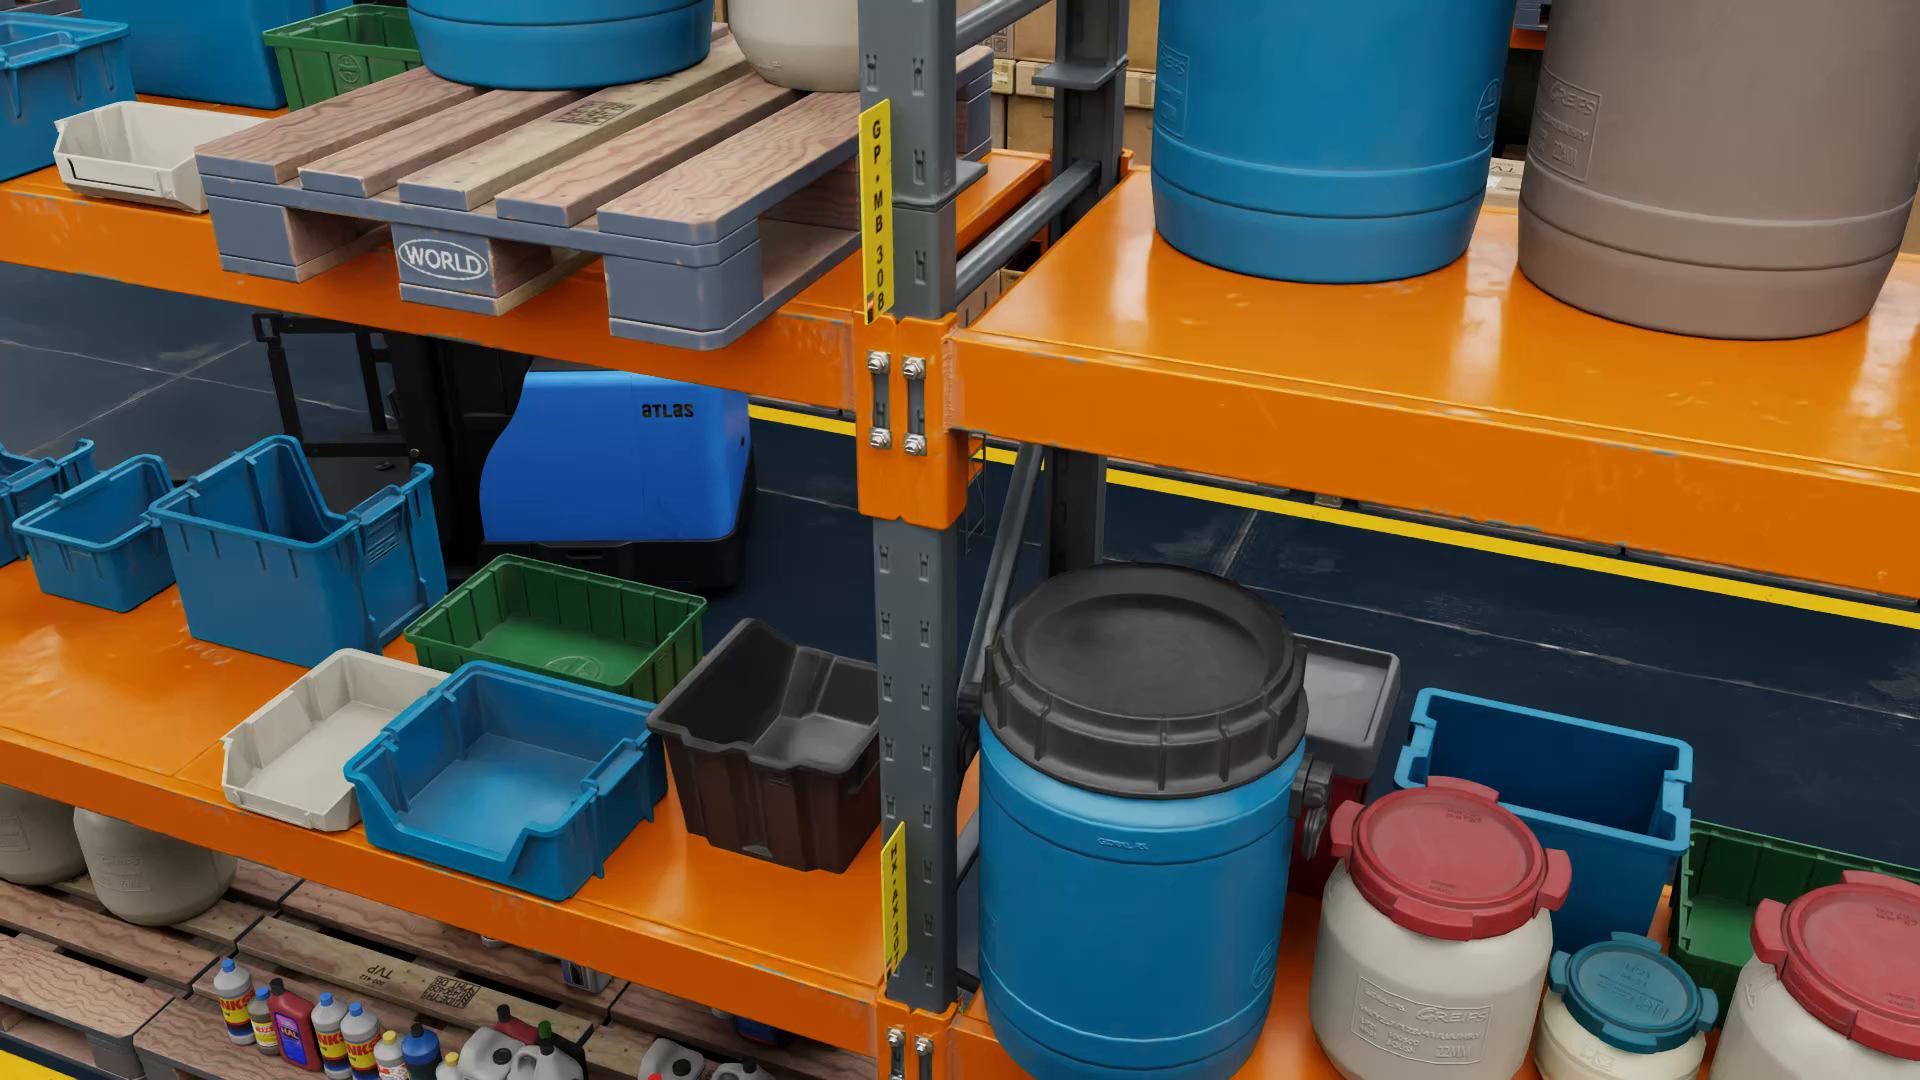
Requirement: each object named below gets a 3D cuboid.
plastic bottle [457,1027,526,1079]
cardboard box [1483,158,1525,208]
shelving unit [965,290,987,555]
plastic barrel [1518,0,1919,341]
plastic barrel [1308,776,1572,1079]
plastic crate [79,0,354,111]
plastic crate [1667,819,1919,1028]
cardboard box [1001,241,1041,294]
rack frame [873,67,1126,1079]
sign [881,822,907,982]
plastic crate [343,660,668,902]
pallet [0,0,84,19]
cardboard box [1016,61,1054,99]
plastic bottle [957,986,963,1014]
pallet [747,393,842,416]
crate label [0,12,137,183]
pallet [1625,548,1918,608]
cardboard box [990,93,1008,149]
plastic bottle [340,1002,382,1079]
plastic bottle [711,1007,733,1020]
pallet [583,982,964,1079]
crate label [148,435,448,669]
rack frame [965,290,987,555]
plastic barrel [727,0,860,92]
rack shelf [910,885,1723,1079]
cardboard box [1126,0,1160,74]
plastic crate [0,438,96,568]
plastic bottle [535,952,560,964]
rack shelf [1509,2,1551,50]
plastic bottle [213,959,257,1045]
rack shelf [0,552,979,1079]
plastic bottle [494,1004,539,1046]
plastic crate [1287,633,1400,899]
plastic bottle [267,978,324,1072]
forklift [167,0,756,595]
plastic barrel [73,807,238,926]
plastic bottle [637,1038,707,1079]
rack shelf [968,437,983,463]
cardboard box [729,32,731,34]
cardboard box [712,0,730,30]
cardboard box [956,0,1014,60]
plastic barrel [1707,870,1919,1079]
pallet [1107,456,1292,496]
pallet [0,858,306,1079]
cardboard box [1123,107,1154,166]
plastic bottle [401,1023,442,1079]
[{"bbox_3d":[-1.240,1.447,4.462,0.135,0.276,0.152,12,32,20],"label":"plastic bottle"},{"bbox_3d":[2.430,-1.554,7.603,0.500,0.250,0.500,13,32,22],"label":"cardboard box"},{"bbox_3d":[-0.013,-0.525,7.459,0.189,1.200,0.258,11,31,19],"label":"shelving unit"},{"bbox_3d":[1.250,-0.840,2.630,0.600,0.901,0.600,0,29,0],"label":"plastic barrel"},{"bbox_3d":[0.896,0.786,3.174,0.433,0.535,0.433,0,29,0],"label":"plastic barrel"},{"bbox_3d":[-1.735,-1.256,3.891,0.575,0.384,0.392,11,31,19],"label":"plastic crate"},{"bbox_3d":[1.811,0.853,3.407,0.662,0.188,0.450,11,31,19],"label":"plastic crate"},{"bbox_3d":[0.522,-1.177,8.390,0.500,0.500,0.500,11,31,19],"label":"cardboard box"},{"bbox_3d":[0.092,0.568,3.697,0.127,3.000,1.000,11,31,19],"label":"rack frame"},{"bbox_3d":[-0.126,0.696,3.189,0.005,0.325,0.100,11,31,19],"label":"sign"},{"bbox_3d":[-1.036,0.552,3.877,0.616,0.251,0.499,11,31,19],"label":"plastic crate"},{"bbox_3d":[-2.885,-1.198,3.965,1.213,0.211,1.003,11,31,19],"label":"pallet"},{"bbox_3d":[0.449,-2.204,7.841,0.250,0.149,0.380,12,32,21],"label":"cardboard box"},{"bbox_3d":[-0.039,1.305,4.718,0.097,0.271,0.097,0,29,0],"label":"plastic bottle"},{"bbox_3d":[-1.025,-1.094,9.471,1.213,0.211,1.003,11,31,19],"label":"pallet"},{"bbox_3d":[-2.005,-0.916,3.426,0.408,0.251,0.502,11,31,19],"label":"crate label"},{"bbox_3d":[3.789,-0.133,7.770,1.213,0.211,1.003,11,31,19],"label":"pallet"},{"bbox_3d":[0.114,-2.096,8.309,0.500,0.500,0.700,12,32,21],"label":"cardboard box"},{"bbox_3d":[-1.642,1.383,4.580,0.097,0.271,0.097,0,29,0],"label":"plastic bottle"},{"bbox_3d":[-0.680,1.254,4.809,0.097,0.271,0.097,0,29,0],"label":"plastic bottle"},{"bbox_3d":[-0.515,1.638,4.637,1.213,0.211,1.003,11,31,19],"label":"pallet"},{"bbox_3d":[-1.808,0.029,4.613,0.616,0.435,0.502,11,31,19],"label":"crate label"},{"bbox_3d":[0.071,-0.508,7.430,0.006,1.200,0.240,11,31,19],"label":"rack frame"},{"bbox_3d":[-0.234,-1.139,3.128,0.421,0.512,0.421,0,29,0],"label":"plastic barrel"},{"bbox_3d":[1.945,1.251,3.220,4.000,0.370,1.077,11,31,19],"label":"rack shelf"},{"bbox_3d":[1.075,-2.471,7.652,0.500,0.500,0.700,11,31,19],"label":"cardboard box"},{"bbox_3d":[-3.039,-0.151,5.121,0.616,0.251,0.499,11,31,19],"label":"plastic crate"},{"bbox_3d":[-1.246,1.171,5.027,0.097,0.201,0.097,0,29,0],"label":"plastic bottle"},{"bbox_3d":[5.670,-3.266,11.211,4.000,0.370,1.077,11,31,19],"label":"rack shelf"},{"bbox_3d":[-2.052,1.301,4.725,0.097,0.271,0.097,0,29,0],"label":"plastic bottle"},{"bbox_3d":[-1.762,0.511,4.529,4.000,0.370,1.077,11,31,19],"label":"rack shelf"},{"bbox_3d":[-1.200,1.395,4.547,0.133,0.283,0.061,11,31,19],"label":"plastic bottle"},{"bbox_3d":[0.655,0.490,3.770,0.583,0.464,0.402,11,31,19],"label":"plastic crate"},{"bbox_3d":[-1.849,1.346,4.633,0.133,0.283,0.061,12,32,20],"label":"plastic bottle"},{"bbox_3d":[-2.492,-1.244,6.973,3.031,2.935,1.130,-1,29,-1],"label":"forklift"},{"bbox_3d":[-2.512,0.908,5.197,0.421,0.512,0.421,0,29,0],"label":"plastic barrel"},{"bbox_3d":[-0.759,1.467,4.428,0.135,0.276,0.152,11,31,19],"label":"plastic bottle"},{"bbox_3d":[-0.013,-0.382,7.540,0.180,0.103,0.258,11,31,19],"label":"rack shelf"},{"bbox_3d":[-0.990,-2.491,8.348,0.250,0.149,0.380,11,31,19],"label":"cardboard box"},{"bbox_3d":[-1.272,-2.936,8.477,0.500,0.500,0.700,11,31,19],"label":"cardboard box"},{"bbox_3d":[0.149,-2.656,7.981,0.500,0.500,0.700,11,31,19],"label":"cardboard box"},{"bbox_3d":[1.575,0.921,2.934,0.433,0.535,0.433,0,29,0],"label":"plastic barrel"},{"bbox_3d":[1.236,-0.642,8.672,1.213,0.211,1.003,11,31,19],"label":"pallet"},{"bbox_3d":[-2.776,1.187,5.435,1.213,0.211,1.003,11,31,19],"label":"pallet"},{"bbox_3d":[1.053,-1.907,7.975,0.500,0.500,0.700,11,31,19],"label":"cardboard box"},{"bbox_3d":[-1.454,1.421,4.513,0.097,0.271,0.097,0,29,0],"label":"plastic bottle"}]
